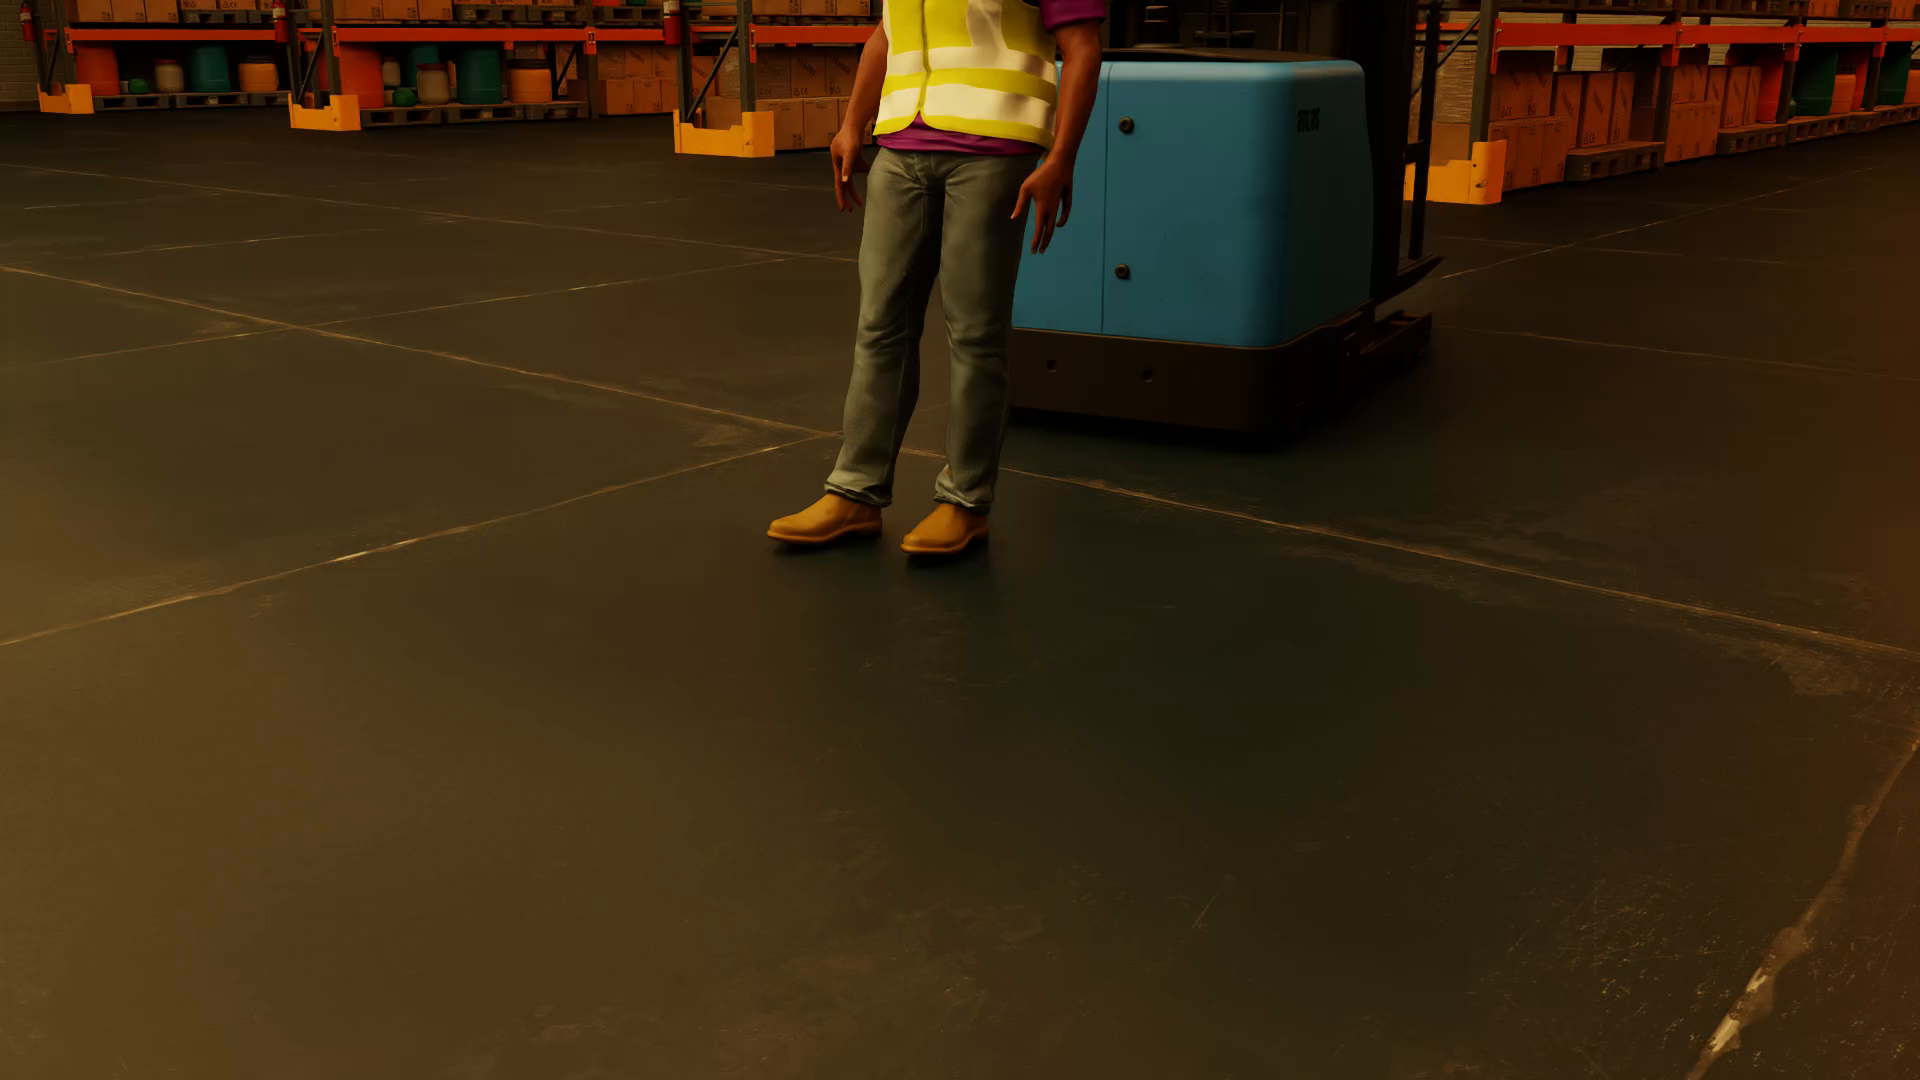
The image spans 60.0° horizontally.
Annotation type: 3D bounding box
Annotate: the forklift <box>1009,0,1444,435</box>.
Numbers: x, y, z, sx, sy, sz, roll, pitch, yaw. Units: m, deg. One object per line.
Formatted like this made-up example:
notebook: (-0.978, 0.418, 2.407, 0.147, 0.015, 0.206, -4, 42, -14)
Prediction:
forklift: (1.108, -2.087, 5.769, 1.130, 2.935, 3.031, 9, 19, 26)

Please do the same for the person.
person: (-0.049, -0.838, 3.636, 0.666, 1.765, 0.577, 13, 21, 37)
